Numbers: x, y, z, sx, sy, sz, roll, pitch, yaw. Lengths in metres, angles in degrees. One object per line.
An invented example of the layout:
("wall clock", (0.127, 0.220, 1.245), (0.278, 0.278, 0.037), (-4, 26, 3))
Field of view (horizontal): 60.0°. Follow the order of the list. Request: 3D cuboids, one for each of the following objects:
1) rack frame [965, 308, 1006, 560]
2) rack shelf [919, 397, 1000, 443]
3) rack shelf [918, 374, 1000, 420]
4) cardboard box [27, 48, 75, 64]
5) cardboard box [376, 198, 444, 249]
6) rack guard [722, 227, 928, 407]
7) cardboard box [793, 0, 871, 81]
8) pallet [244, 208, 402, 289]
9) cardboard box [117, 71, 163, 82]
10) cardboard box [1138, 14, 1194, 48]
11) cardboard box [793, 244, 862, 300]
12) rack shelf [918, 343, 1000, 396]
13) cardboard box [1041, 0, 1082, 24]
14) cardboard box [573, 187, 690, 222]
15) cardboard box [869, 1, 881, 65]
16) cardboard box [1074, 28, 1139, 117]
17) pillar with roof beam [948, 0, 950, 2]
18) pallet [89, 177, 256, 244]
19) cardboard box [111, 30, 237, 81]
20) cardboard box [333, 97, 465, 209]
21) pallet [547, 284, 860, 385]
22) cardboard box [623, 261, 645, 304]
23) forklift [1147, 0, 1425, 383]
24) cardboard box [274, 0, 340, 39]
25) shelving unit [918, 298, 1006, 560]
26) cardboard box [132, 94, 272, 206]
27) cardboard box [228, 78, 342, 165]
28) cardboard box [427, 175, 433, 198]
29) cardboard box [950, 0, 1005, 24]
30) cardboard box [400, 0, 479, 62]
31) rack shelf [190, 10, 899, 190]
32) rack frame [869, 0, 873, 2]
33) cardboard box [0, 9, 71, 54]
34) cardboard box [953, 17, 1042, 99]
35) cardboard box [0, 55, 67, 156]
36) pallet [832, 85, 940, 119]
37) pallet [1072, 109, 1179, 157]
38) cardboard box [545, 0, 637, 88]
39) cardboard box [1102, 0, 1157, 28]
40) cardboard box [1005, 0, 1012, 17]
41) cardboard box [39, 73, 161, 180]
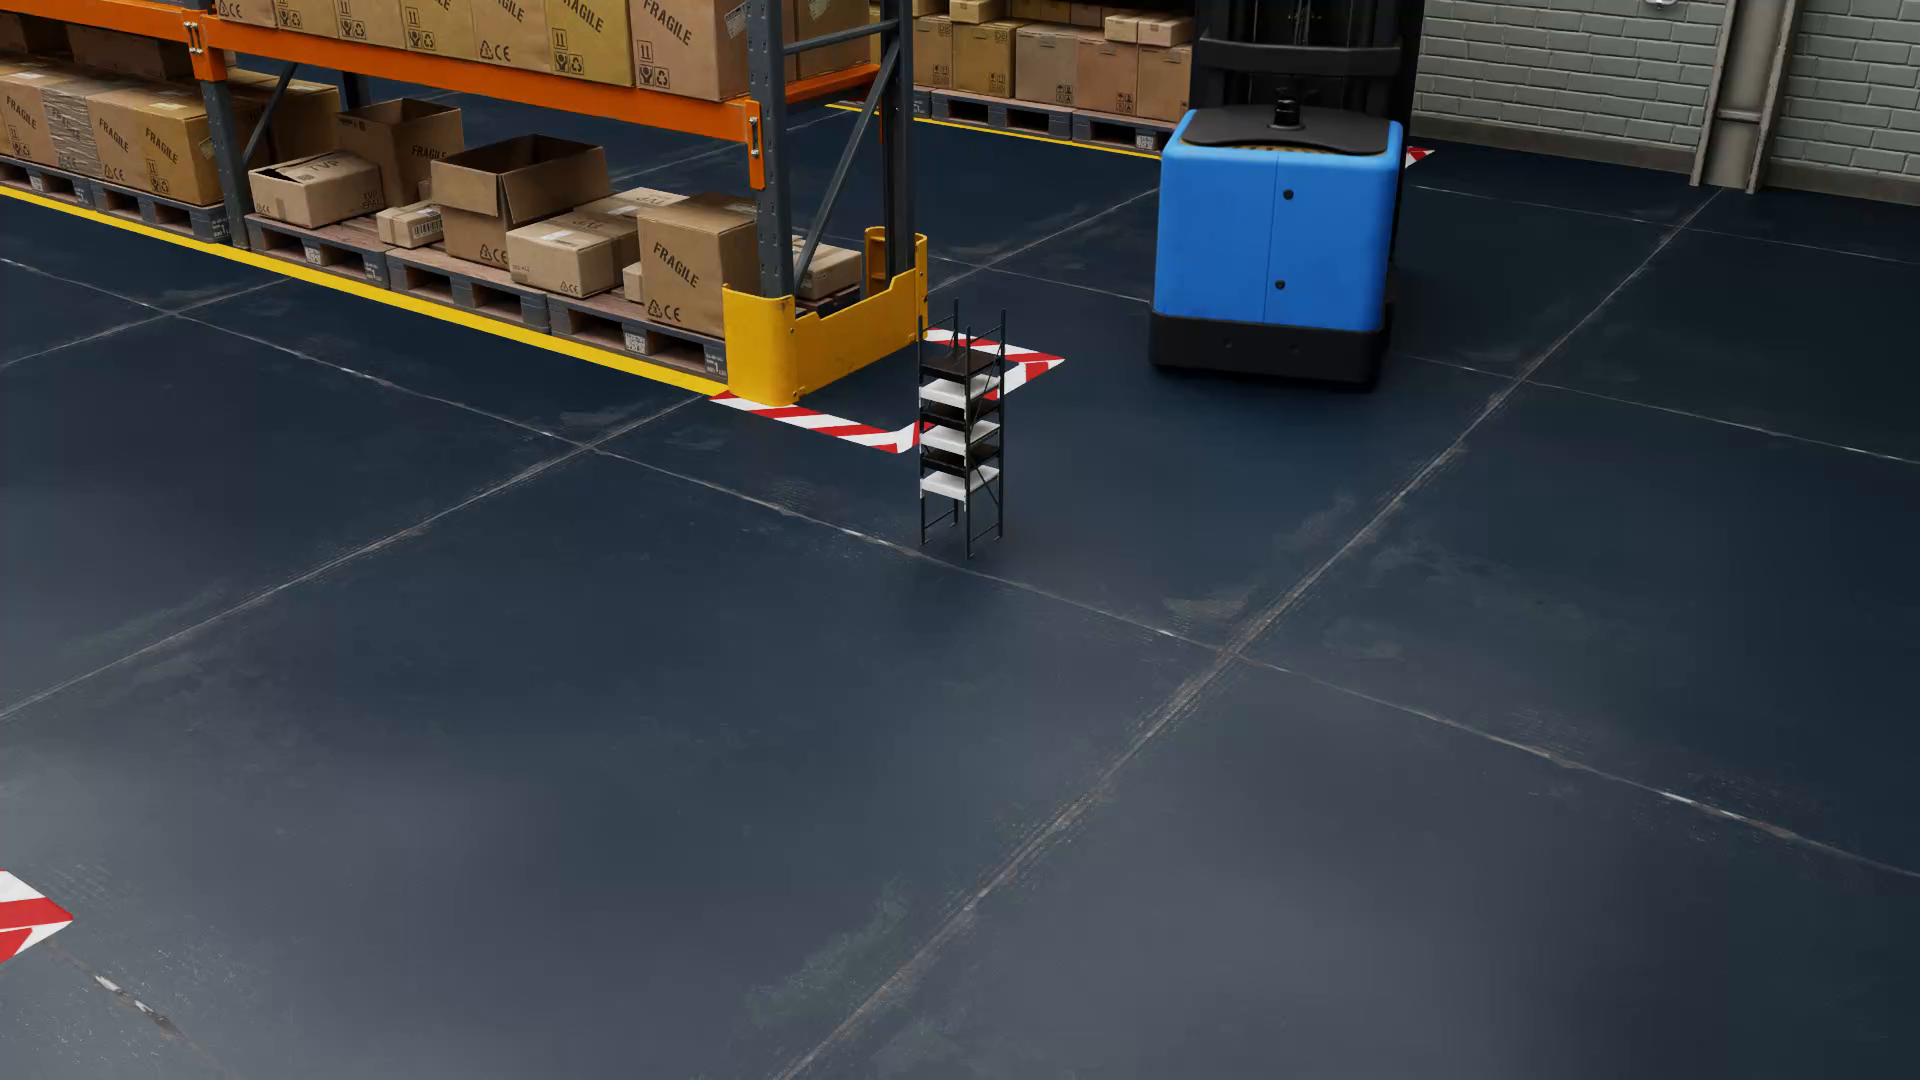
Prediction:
("rack frame", (0.090, -0.373, 5.990), (0.006, 0.900, 0.240), (17, 32, 30))
("rack shelf", (0.007, -0.449, 6.016), (0.200, 0.077, 0.258), (17, 32, 30))
("rack shelf", (0.007, -0.530, 5.975), (0.200, 0.077, 0.258), (17, 32, 30))
("cardboard box", (-5.807, -3.012, 11.132), (0.500, 0.500, 0.500), (16, 31, 29))
("cardboard box", (-2.898, -1.714, 8.950), (0.250, 0.166, 0.380), (17, 32, 30))
("rack guard", (-0.606, -1.066, 7.794), (0.348, 0.500, 1.175), (17, 32, 30))
("cardboard box", (-0.760, -2.418, 7.584), (0.500, 0.500, 0.500), (18, 32, 31))
("pallet", (-3.275, -1.768, 9.492), (1.213, 0.211, 1.003), (17, 32, 30))
("cardboard box", (-4.955, -2.749, 10.616), (0.500, 0.500, 0.500), (18, 32, 31))
("cardboard box", (1.416, -3.483, 11.365), (0.250, 0.149, 0.380), (17, 31, 30))
("cardboard box", (-0.694, -1.322, 8.199), (0.250, 0.149, 0.380), (17, 32, 30))
("rack shelf", (0.007, -0.610, 5.934), (0.200, 0.077, 0.258), (17, 32, 30))
("cardboard box", (0.795, -3.886, 12.156), (0.250, 0.149, 0.380), (18, 32, 31))
("cardboard box", (-1.655, -1.634, 8.700), (0.500, 0.250, 0.500), (17, 32, 30))
("cardboard box", (-0.481, -3.884, 12.867), (0.500, 0.500, 0.700), (18, 32, 31))
("cardboard box", (1.212, -3.358, 11.834), (0.500, 0.500, 0.700), (17, 32, 30))
("pillar with roof beam", (-2.410, -6.249, 8.607), (0.400, 9.000, 9.100), (17, 32, 30))
("pallet", (-4.532, -2.140, 10.222), (1.213, 0.211, 1.003), (17, 32, 30))
("cardboard box", (-4.926, -3.076, 10.432), (0.500, 0.250, 0.500), (17, 32, 30))
("cardboard box", (-3.210, -2.230, 9.595), (0.500, 0.500, 0.500), (17, 32, 30))
("pallet", (-1.264, -1.142, 8.261), (1.213, 0.211, 1.003), (17, 32, 30))
("cardboard box", (-1.414, -1.279, 8.095), (0.250, 0.166, 0.380), (17, 32, 30))
("forklift", (1.744, -2.662, 8.249), (1.130, 2.935, 3.031), (7, 28, 13))
("cardboard box", (-3.151, -2.869, 8.471), (0.500, 0.500, 0.500), (18, 32, 31))
("shelving unit", (0.007, -0.399, 6.042), (0.210, 0.900, 0.258), (17, 32, 30))
("cardboard box", (-4.410, -2.290, 9.713), (0.500, 0.500, 0.500), (17, 32, 30))
("cardboard box", (-4.101, -2.485, 10.097), (0.500, 0.500, 0.500), (16, 31, 28))
("cardboard box", (-2.592, -1.953, 9.260), (0.500, 0.311, 0.500), (17, 32, 30))
("cardboard box", (0.129, -3.883, 12.150), (0.250, 0.149, 0.380), (16, 31, 29))
("cardboard box", (-2.320, -2.610, 7.961), (0.500, 0.500, 0.500), (17, 31, 30))
("rack shelf", (-2.192, -2.354, 8.361), (4.000, 0.370, 1.077), (17, 32, 30))
("rack frame", (-1.039, -5.041, 12.848), (0.127, 3.000, 1.000), (17, 32, 30))
("cardboard box", (-6.185, -3.466, 11.198), (0.500, 0.250, 0.500), (19, 32, 32))
("cardboard box", (0.353, -3.621, 12.351), (0.500, 0.500, 0.700), (18, 32, 31))
("cardboard box", (-6.079, -2.810, 10.736), (0.500, 0.500, 0.500), (17, 31, 30))
("pallet", (-0.456, -3.574, 13.039), (1.213, 0.211, 1.003), (17, 32, 30))
("pallet", (1.555, -2.947, 11.808), (1.213, 0.211, 1.003), (17, 32, 30))
("cardboard box", (-1.496, -2.351, 7.451), (0.500, 0.500, 0.500), (18, 32, 31))
("cardboard box", (1.217, -3.755, 11.900), (0.250, 0.149, 0.380), (18, 32, 31))
("cardboard box", (0.373, -4.017, 12.414), (0.250, 0.149, 0.380), (18, 32, 31))
("cardboard box", (-5.225, -2.549, 10.222), (0.500, 0.500, 0.500), (18, 32, 31))
